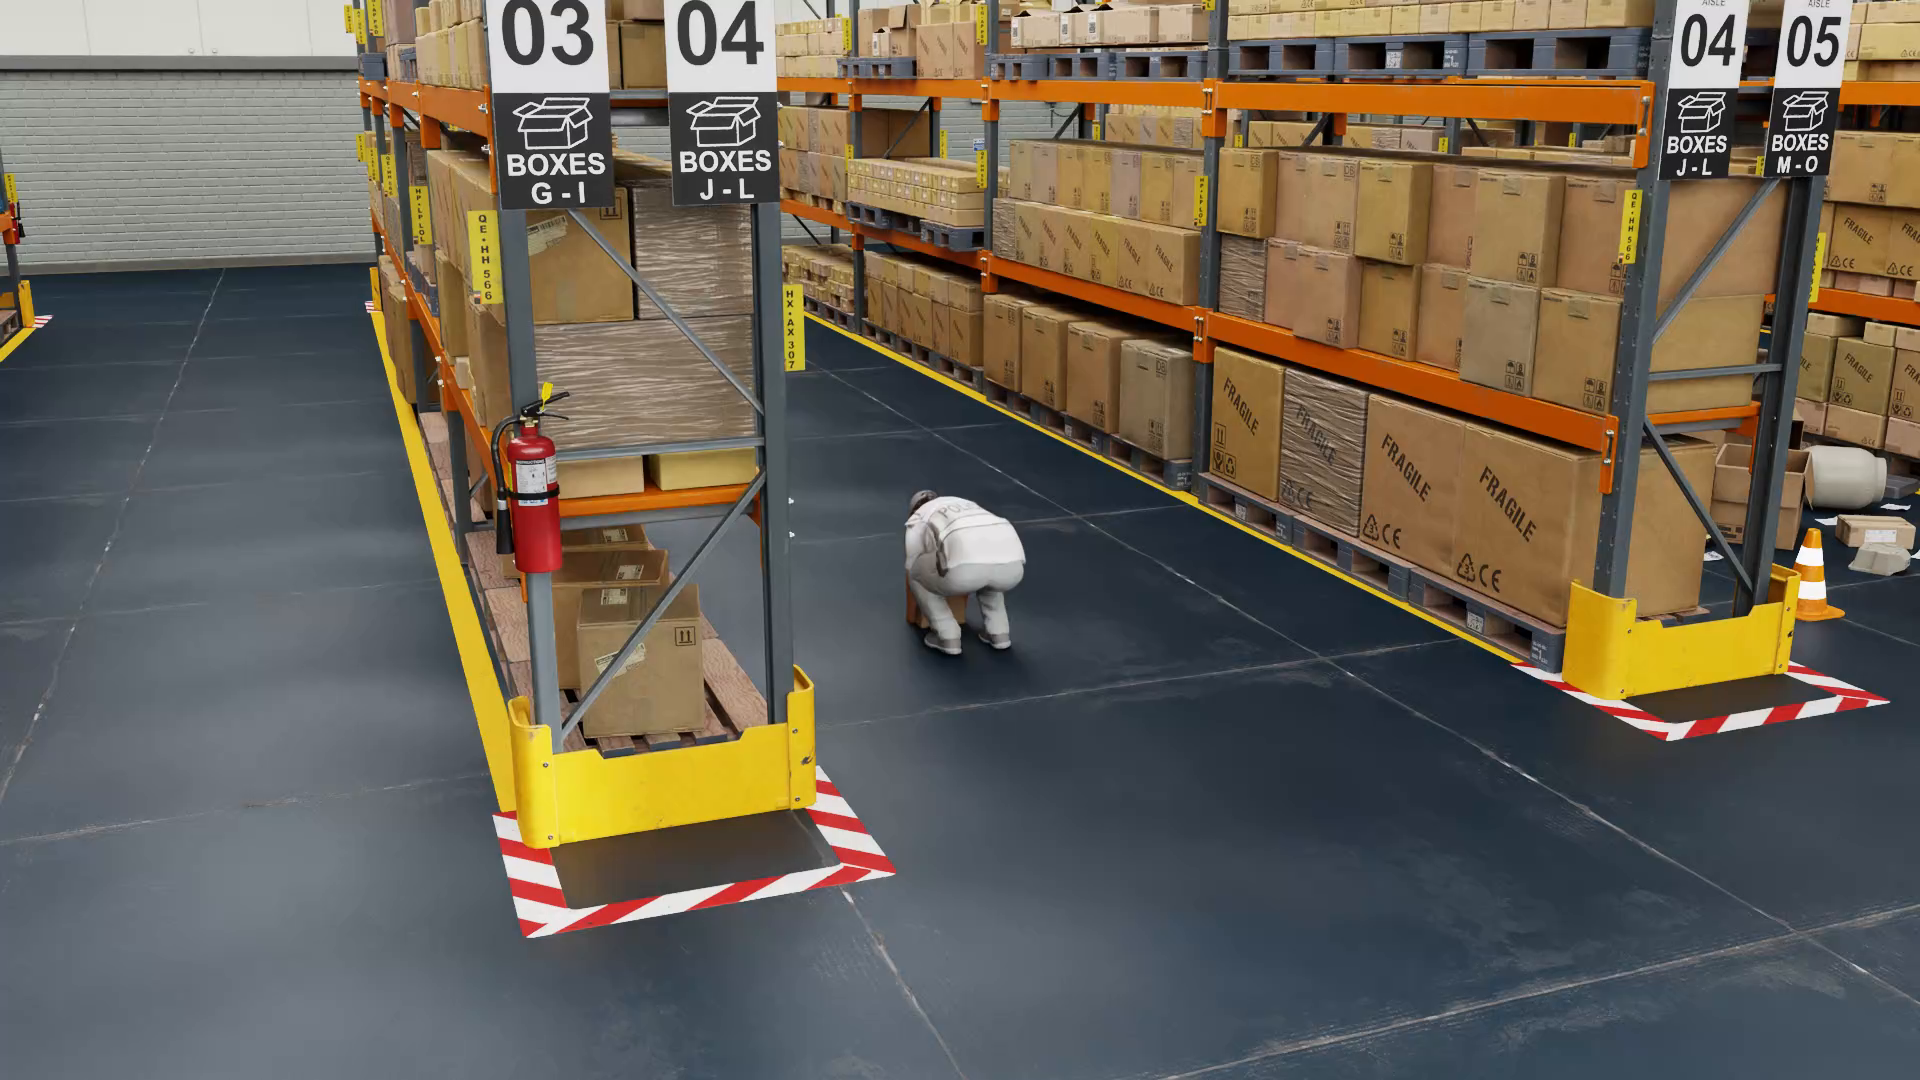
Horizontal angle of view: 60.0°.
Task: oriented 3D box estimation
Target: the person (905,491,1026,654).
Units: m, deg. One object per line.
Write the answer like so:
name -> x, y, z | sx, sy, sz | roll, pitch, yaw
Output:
person -> -0.012, 0.167, 8.677 | 0.507, 0.750, 0.932 | -6, 17, -21
